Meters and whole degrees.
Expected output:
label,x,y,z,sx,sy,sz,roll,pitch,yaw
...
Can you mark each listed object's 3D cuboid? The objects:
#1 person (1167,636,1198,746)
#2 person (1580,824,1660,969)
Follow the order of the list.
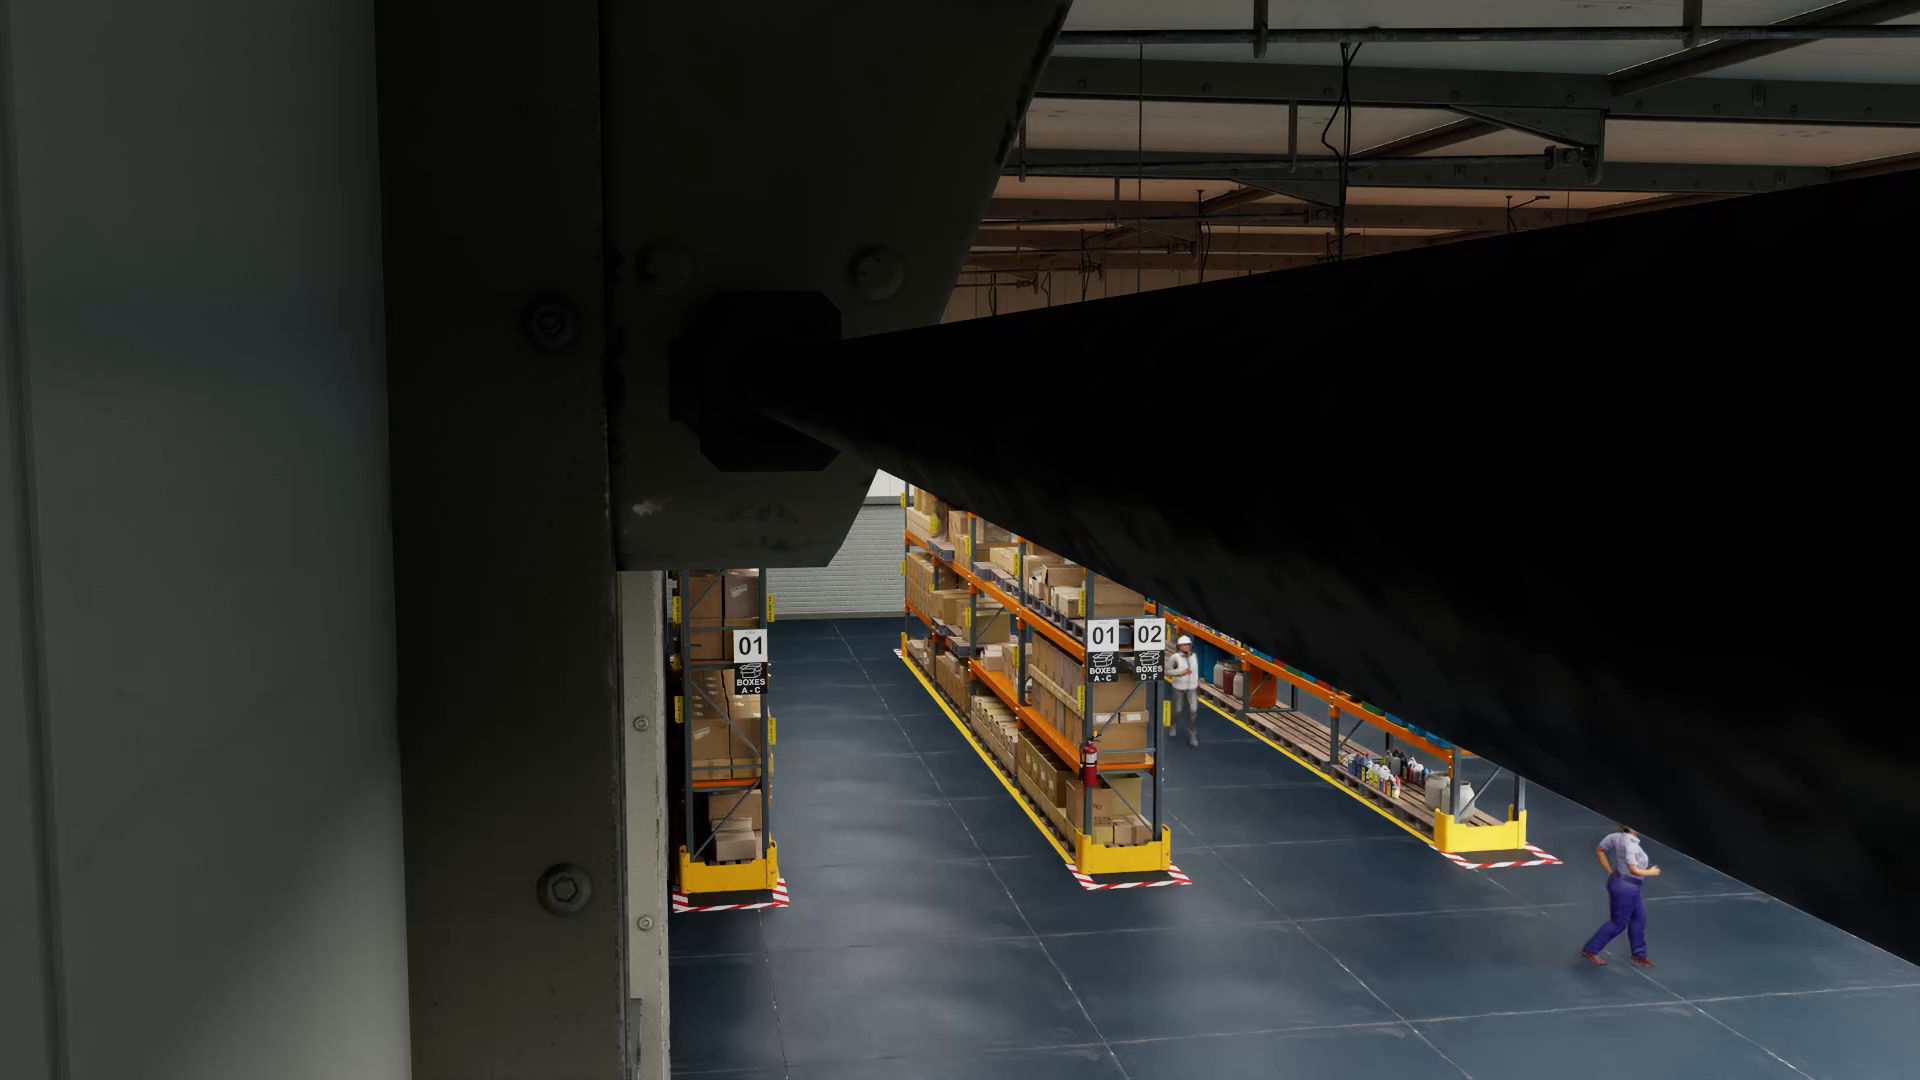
label,x,y,z,sx,sy,sz,roll,pitch,yaw
person,3.775,2.521,28.148,0.658,1.829,0.828,-1,6,-14
person,6.961,3.715,17.476,0.822,1.675,0.594,1,6,9
